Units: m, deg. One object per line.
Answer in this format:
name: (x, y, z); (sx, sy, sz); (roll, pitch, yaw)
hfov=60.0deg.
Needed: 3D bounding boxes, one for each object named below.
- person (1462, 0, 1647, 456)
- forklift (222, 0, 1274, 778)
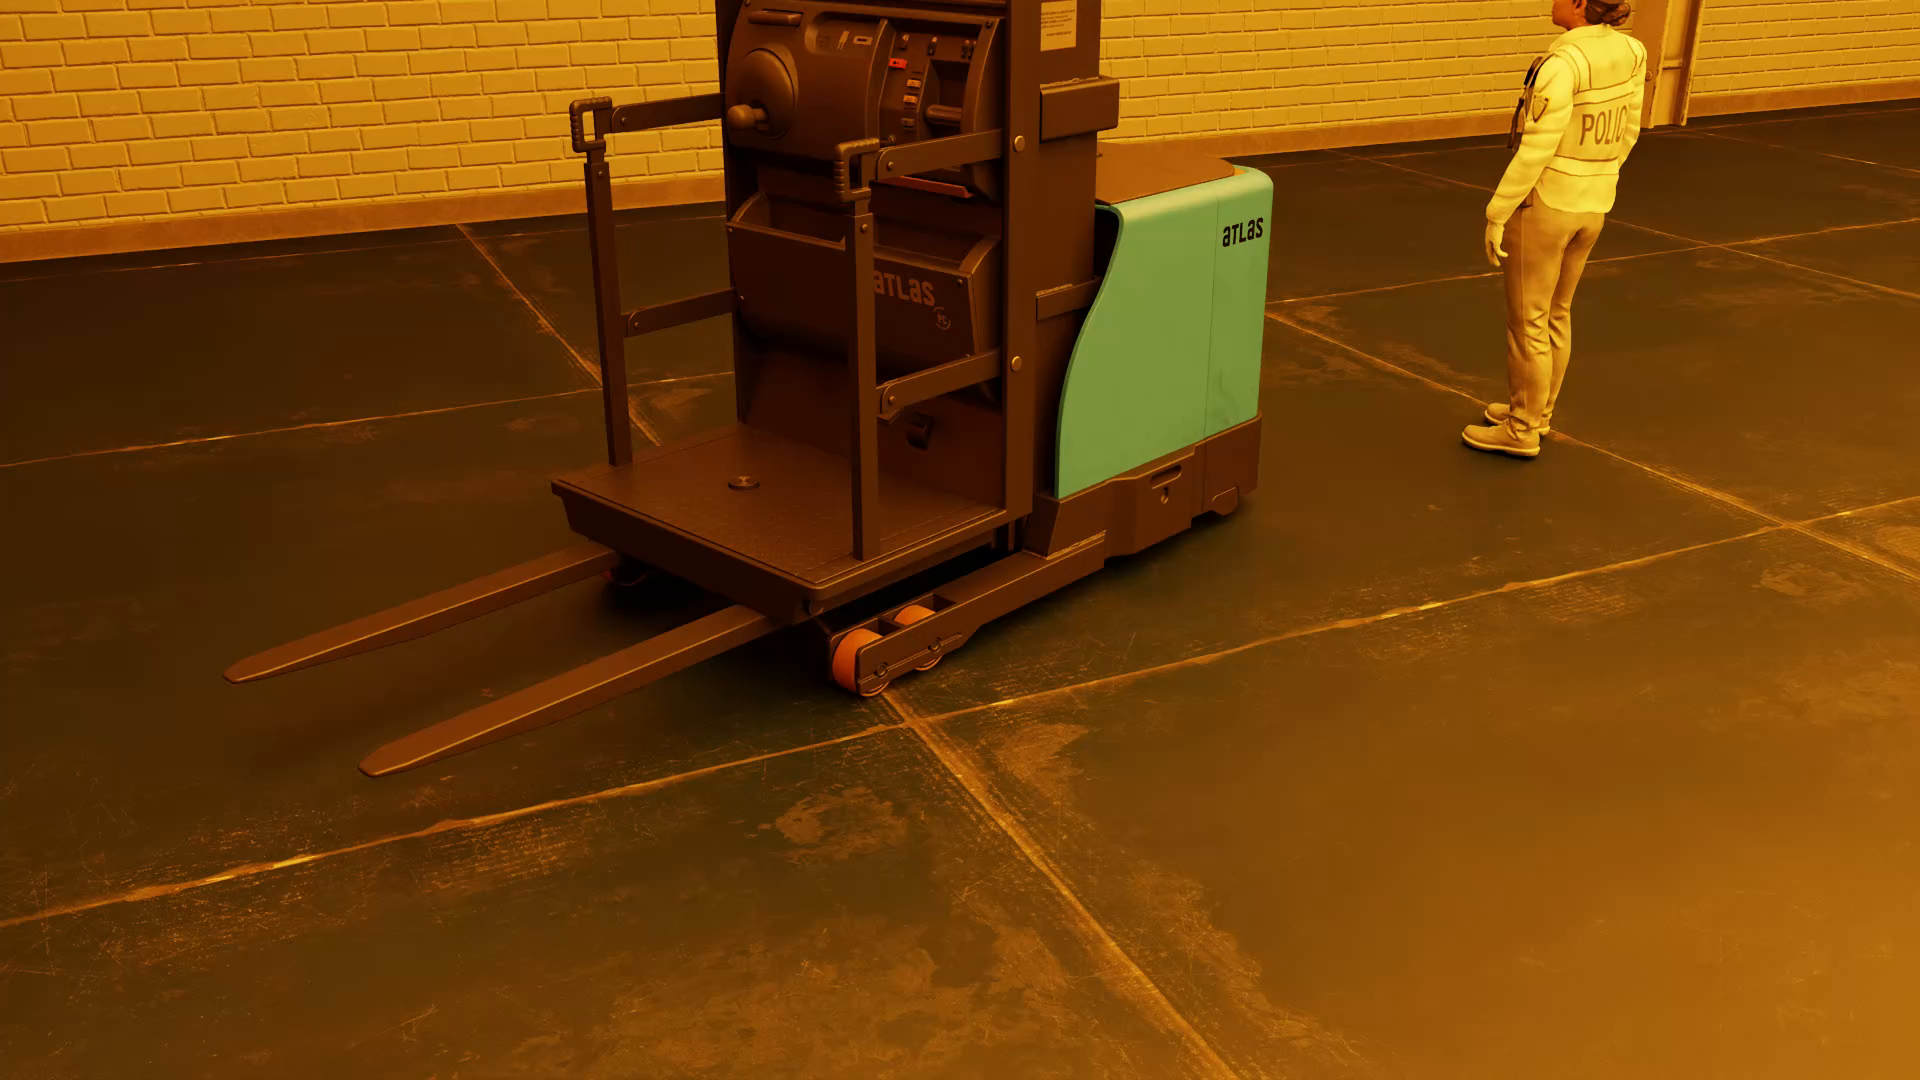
person: (1.928, -1.107, 5.543); (0.587, 1.694, 0.531); (-16, 27, -33)
forklift: (-0.413, -1.182, 4.131); (1.130, 2.935, 3.031); (19, 29, 39)
